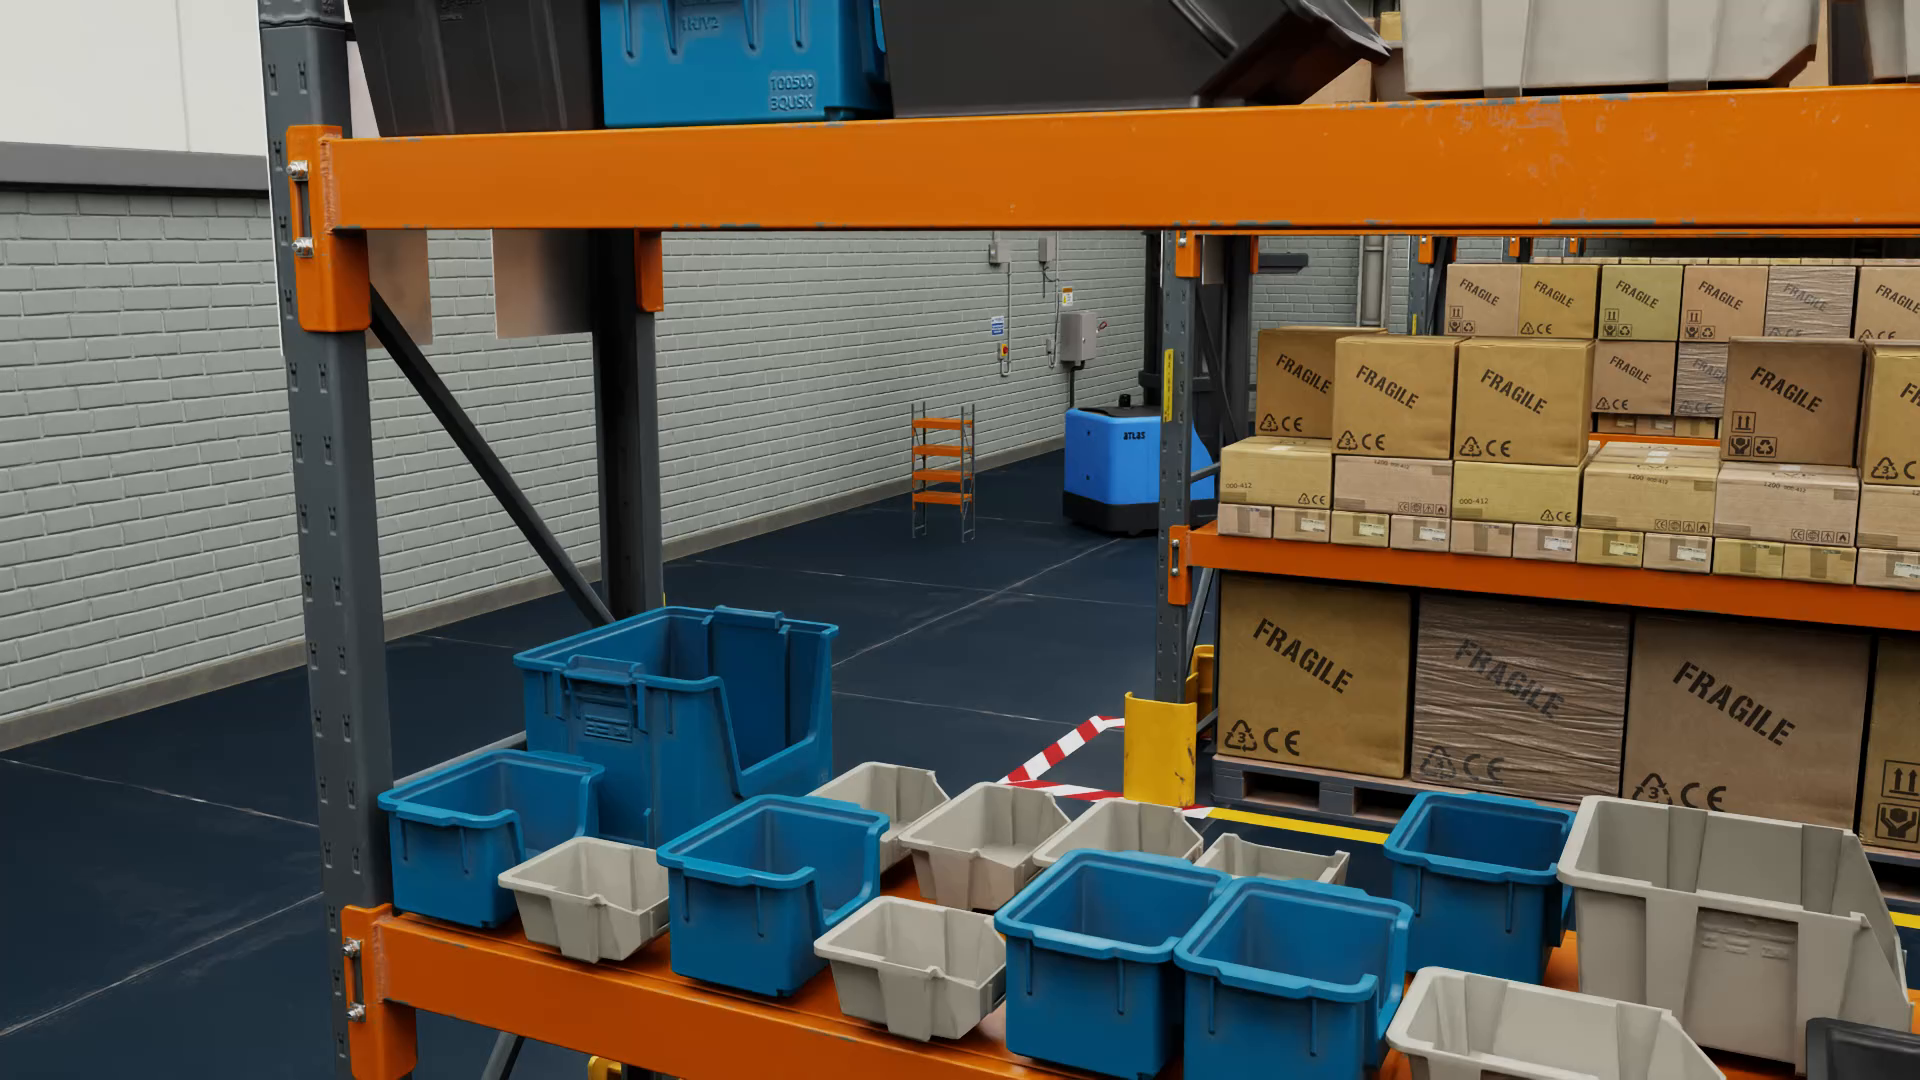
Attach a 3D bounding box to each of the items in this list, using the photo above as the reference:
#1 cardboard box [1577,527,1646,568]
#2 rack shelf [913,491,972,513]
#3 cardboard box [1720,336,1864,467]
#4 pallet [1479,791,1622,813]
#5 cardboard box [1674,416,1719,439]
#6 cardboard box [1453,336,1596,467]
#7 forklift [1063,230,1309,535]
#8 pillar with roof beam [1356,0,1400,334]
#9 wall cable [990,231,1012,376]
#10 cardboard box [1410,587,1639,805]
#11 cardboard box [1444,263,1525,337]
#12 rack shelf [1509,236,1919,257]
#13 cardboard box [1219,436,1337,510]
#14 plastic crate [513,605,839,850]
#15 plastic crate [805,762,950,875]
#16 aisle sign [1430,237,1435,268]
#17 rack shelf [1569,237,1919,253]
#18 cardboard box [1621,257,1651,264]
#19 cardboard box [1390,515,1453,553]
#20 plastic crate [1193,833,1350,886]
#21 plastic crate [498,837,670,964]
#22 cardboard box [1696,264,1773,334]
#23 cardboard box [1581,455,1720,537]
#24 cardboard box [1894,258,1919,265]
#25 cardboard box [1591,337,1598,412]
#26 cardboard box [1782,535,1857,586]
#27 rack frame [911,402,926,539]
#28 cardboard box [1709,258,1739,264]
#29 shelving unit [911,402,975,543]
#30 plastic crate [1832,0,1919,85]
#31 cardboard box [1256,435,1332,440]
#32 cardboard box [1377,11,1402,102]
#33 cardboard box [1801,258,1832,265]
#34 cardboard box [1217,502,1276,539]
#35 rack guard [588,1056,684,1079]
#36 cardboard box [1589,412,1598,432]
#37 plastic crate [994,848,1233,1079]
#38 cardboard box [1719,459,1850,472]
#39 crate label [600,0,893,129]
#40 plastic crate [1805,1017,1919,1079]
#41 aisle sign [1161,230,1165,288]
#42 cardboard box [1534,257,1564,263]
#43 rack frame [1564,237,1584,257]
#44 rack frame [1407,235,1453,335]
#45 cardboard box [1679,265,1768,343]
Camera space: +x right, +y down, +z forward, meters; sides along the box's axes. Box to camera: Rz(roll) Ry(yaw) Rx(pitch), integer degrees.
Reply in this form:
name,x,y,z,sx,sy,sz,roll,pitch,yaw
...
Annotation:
name,x,y,z,sx,sy,sz,roll,pitch,yaw
cardboard box,2.745,0.004,6.989,0.250,0.149,0.380,5,11,24
rack shelf,-0.148,-0.342,14.743,0.480,0.148,0.258,5,11,26
cardboard box,3.556,-0.606,7.138,0.500,0.500,0.500,5,11,24
pallet,3.034,1.198,7.518,1.213,0.211,1.003,5,11,26
cardboard box,5.044,-0.789,11.372,0.250,0.149,0.380,5,12,28
cardboard box,2.419,-0.602,7.116,0.500,0.500,0.500,5,11,24
forklift,2.531,-1.628,15.496,3.031,2.935,1.130,-4,11,-22
pillar with roof beam,3.846,-5.318,18.844,0.400,9.000,9.100,5,11,26
wall cable,0.510,-2.860,19.167,0.123,1.953,0.585,5,11,26
cardboard box,2.618,0.627,7.629,0.875,0.875,0.875,5,11,26
cardboard box,3.763,-1.715,11.860,0.500,0.500,0.500,5,11,25
rack shelf,7.371,-2.868,15.752,4.000,0.370,1.077,5,11,26
cardboard box,1.503,-0.313,7.621,0.500,0.250,0.500,5,11,24
plastic crate,-0.616,0.420,3.721,0.499,0.435,0.616,5,11,26
plastic crate,-0.188,0.606,3.533,0.243,0.136,0.396,5,11,26
aisle sign,3.545,-2.438,12.479,0.004,0.787,0.394,5,11,26
rack shelf,9.564,-3.661,20.134,4.000,0.370,1.077,5,11,26
cardboard box,6.466,-2.626,15.907,0.250,0.149,0.380,5,11,24
cardboard box,2.059,-0.056,7.324,0.250,0.149,0.380,5,11,25
plastic crate,0.600,0.669,3.182,0.250,0.136,0.298,5,11,26
plastic crate,-0.673,0.681,3.118,0.298,0.136,0.250,5,11,26
cardboard box,5.398,-1.676,11.643,0.500,0.500,0.500,5,11,24
cardboard box,2.892,-0.192,6.956,0.500,0.250,0.500,5,11,25
cardboard box,8.559,-2.460,14.993,0.250,0.149,0.380,5,12,27
cardboard box,4.249,-1.183,11.729,0.500,0.500,0.500,5,11,26
cardboard box,3.438,0.065,6.653,0.250,0.149,0.380,5,12,27
rack frame,-0.367,-0.623,14.802,0.015,1.200,0.240,5,11,26
cardboard box,7.145,-2.563,15.559,0.250,0.149,0.380,5,11,24
shelving unit,-0.148,-0.603,14.695,0.503,1.200,0.258,5,11,26
plastic crate,1.279,-0.600,1.943,0.466,0.136,0.293,5,11,26
cardboard box,1.744,-0.398,8.091,0.500,0.250,0.500,5,11,25
cardboard box,2.134,-2.006,7.228,0.500,0.500,0.700,5,11,24
cardboard box,7.864,-2.513,15.282,0.250,0.149,0.380,5,11,25
cardboard box,1.365,-0.117,7.658,0.250,0.149,0.380,5,11,26
rack guard,-1.027,1.700,3.932,0.348,0.500,1.175,5,11,26
cardboard box,4.380,-0.862,11.776,0.250,0.149,0.380,6,12,28
plastic crate,0.257,0.699,2.749,0.300,0.233,0.416,5,11,26
cardboard box,3.563,-0.237,7.204,0.500,0.250,0.500,5,12,27
crate label,-0.315,-0.809,2.770,0.502,0.251,0.408,5,11,26
plastic crate,1.465,0.846,2.238,0.590,0.125,0.437,5,11,26
aisle sign,0.995,-1.558,7.616,0.004,0.787,0.394,5,11,26
cardboard box,5.773,-2.692,16.272,0.250,0.149,0.380,5,12,27
rack frame,7.770,-2.697,21.208,0.127,3.000,1.000,5,11,26
rack frame,3.477,-1.105,12.414,0.127,3.000,1.000,5,11,26
cardboard box,5.133,-1.592,11.181,0.500,0.500,0.500,5,11,24
